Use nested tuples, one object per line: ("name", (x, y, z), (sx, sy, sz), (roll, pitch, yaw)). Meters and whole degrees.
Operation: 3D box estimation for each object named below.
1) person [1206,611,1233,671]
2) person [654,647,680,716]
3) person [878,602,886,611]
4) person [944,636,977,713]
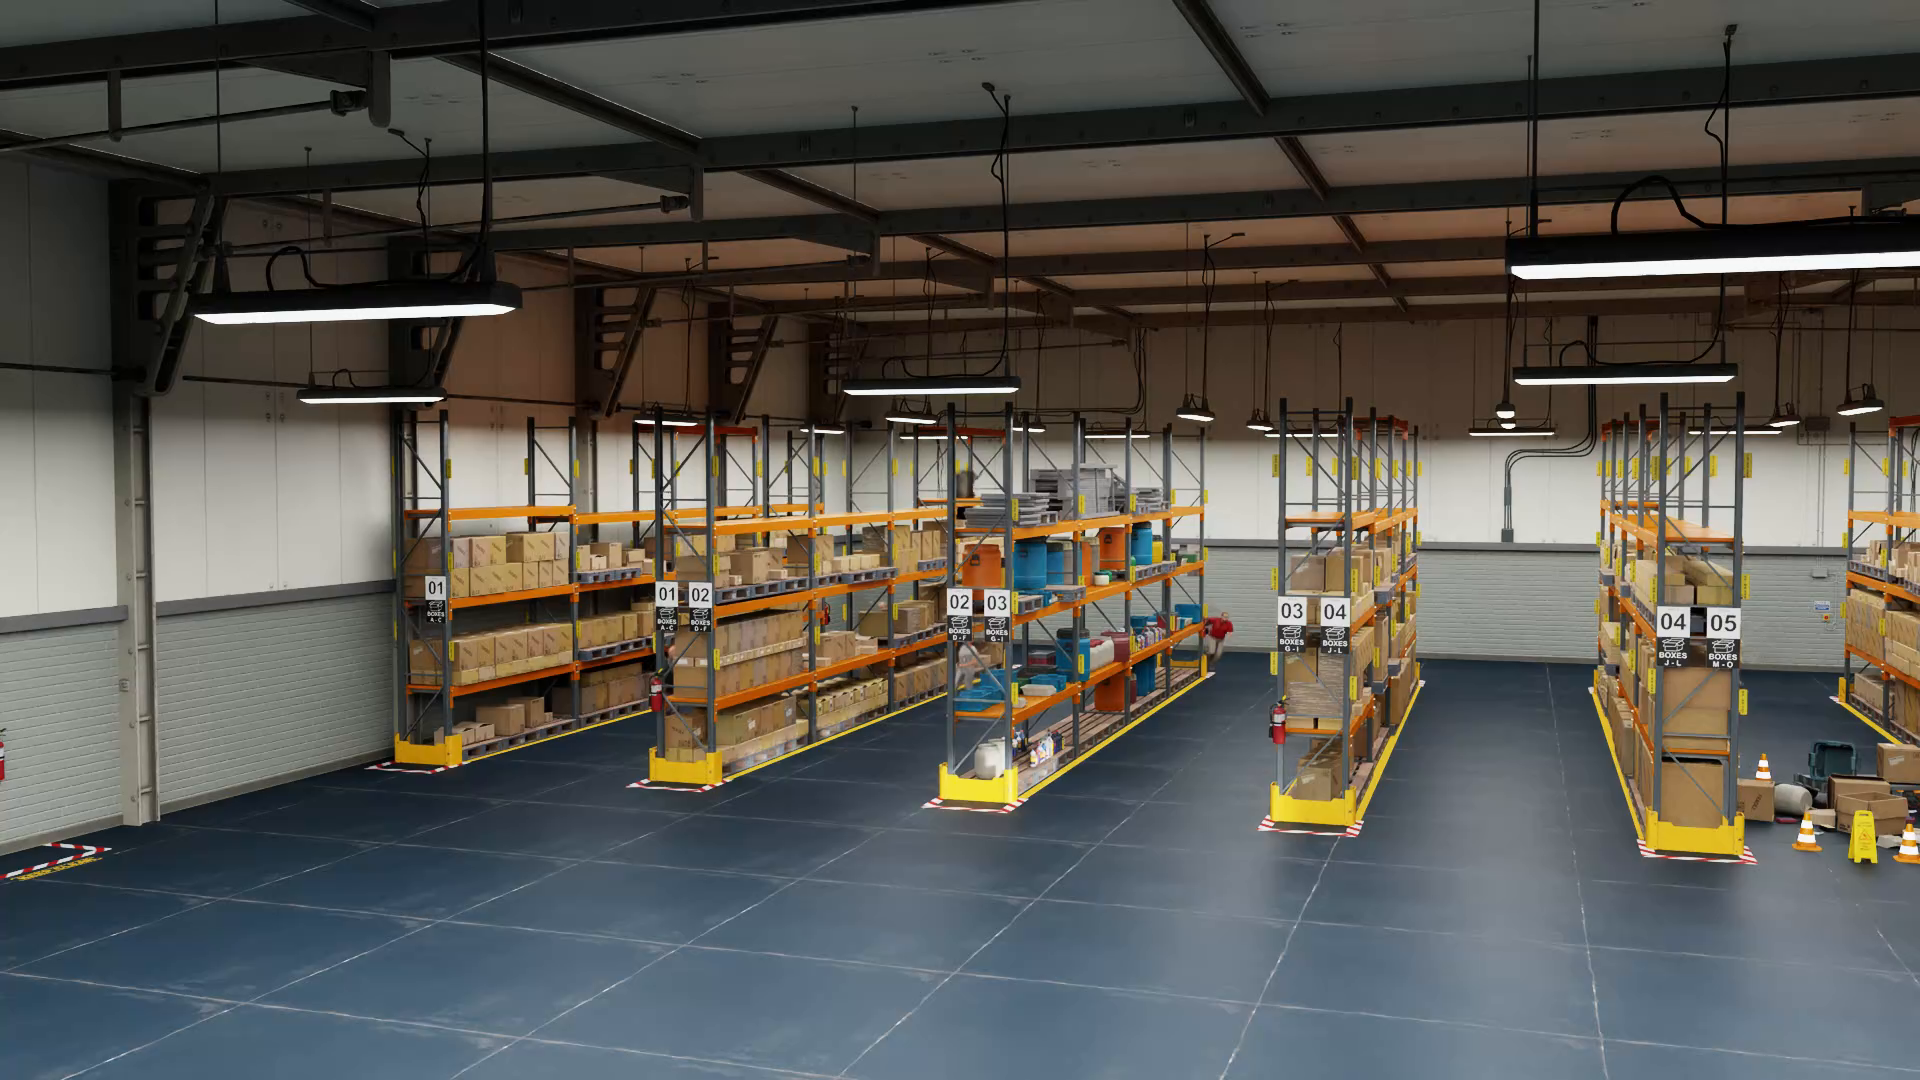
("person", (6.363, 2.489, 40.954), (0.688, 1.512, 0.993), (0, 2, -7))
("person", (-5.422, 2.835, 31.313), (0.657, 1.663, 0.510), (0, 2, -4))
("person", (-1.729, 2.390, 40.597), (0.847, 1.765, 0.754), (0, 2, -5))
("person", (0.117, 2.705, 33.973), (0.638, 1.646, 0.802), (2, 3, 33))
